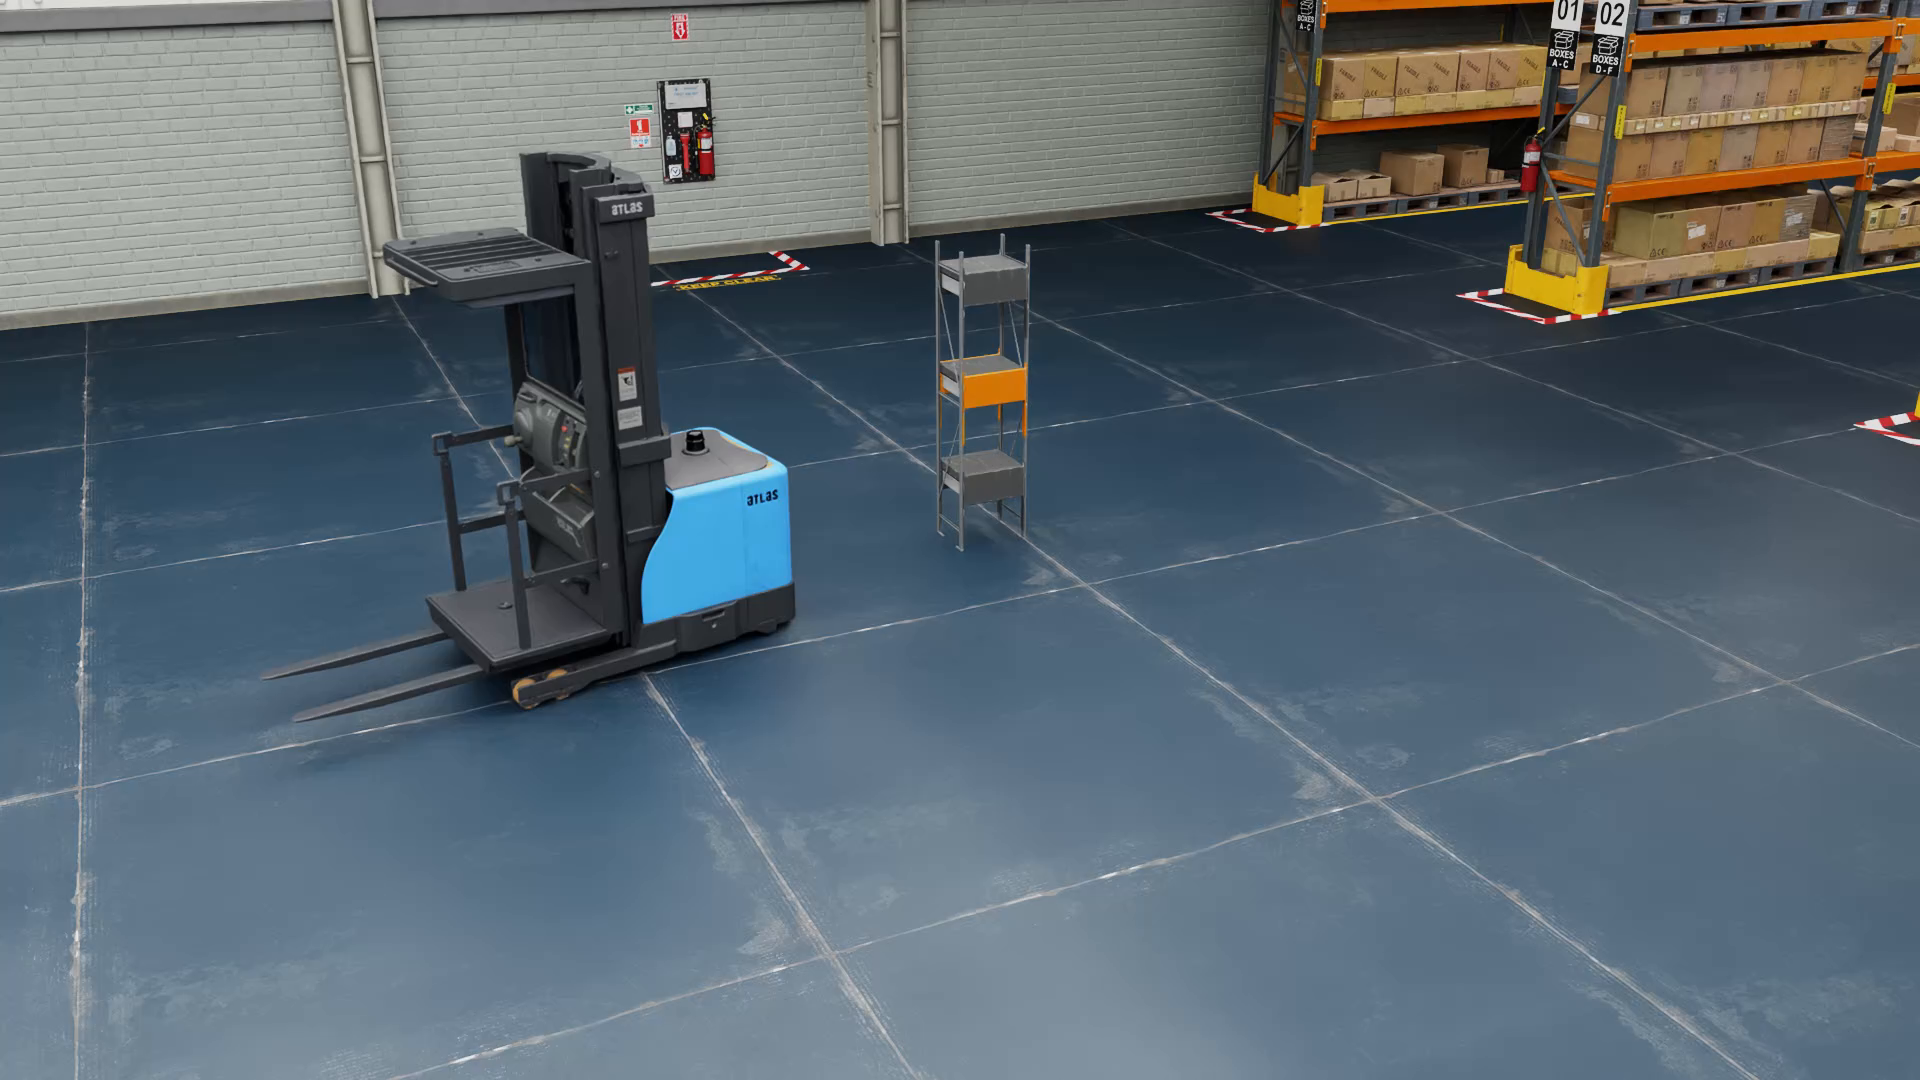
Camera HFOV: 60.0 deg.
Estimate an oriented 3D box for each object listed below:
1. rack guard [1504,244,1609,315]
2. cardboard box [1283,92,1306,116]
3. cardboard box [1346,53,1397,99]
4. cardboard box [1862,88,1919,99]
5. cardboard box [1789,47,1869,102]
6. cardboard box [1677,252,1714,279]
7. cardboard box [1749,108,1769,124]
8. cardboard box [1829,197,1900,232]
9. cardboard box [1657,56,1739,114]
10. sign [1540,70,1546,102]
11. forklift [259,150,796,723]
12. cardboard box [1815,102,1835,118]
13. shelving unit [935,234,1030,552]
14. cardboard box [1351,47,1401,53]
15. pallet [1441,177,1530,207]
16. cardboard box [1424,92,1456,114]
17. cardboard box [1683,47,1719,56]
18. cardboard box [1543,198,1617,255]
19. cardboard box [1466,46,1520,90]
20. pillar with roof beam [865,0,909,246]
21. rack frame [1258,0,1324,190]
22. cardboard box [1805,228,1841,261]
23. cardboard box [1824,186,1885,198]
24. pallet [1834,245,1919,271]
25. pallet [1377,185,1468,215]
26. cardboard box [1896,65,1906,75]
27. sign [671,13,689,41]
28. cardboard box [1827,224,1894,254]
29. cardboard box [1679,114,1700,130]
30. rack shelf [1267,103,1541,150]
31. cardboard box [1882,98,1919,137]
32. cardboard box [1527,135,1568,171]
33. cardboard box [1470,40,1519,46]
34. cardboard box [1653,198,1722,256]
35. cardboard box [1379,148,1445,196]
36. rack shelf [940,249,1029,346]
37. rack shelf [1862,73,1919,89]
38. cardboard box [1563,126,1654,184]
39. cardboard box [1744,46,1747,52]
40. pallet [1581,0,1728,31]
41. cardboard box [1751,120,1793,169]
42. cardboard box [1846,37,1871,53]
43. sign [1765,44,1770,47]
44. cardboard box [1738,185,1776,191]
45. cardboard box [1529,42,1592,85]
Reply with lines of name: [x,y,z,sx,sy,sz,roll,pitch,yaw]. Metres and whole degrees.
rack guard: [6.405,-2.814,17.894,0.348,0.500,1.175,-10,25,-24]
cardboard box: [4.612,-5.764,21.922,0.500,0.250,0.500,-10,25,-23]
cardboard box: [5.285,-6.020,21.561,0.500,0.500,0.500,-10,25,-23]
cardboard box: [14.558,-6.718,26.319,0.750,0.750,0.750,-10,25,-23]
cardboard box: [9.634,-5.206,18.578,0.500,0.500,0.700,-10,25,-23]
cardboard box: [7.906,-3.076,18.304,0.500,0.250,0.500,-10,25,-24]
cardboard box: [8.496,-4.608,17.982,0.250,0.149,0.380,-10,24,-22]
cardboard box: [10.512,-3.802,19.325,0.500,0.311,0.500,-10,25,-23]
cardboard box: [7.826,-4.873,17.774,0.500,0.500,0.700,-10,25,-23]
sign: [6.204,-4.807,17.616,0.005,0.325,0.100,-10,25,-24]
forklift: [-2.518,-0.627,9.432,3.031,2.935,1.130,-16,27,-33]
cardboard box: [9.420,-4.779,18.394,0.250,0.149,0.380,-11,25,-25]
shelving unit: [0.149,-0.998,11.415,0.503,2.100,0.431,-10,25,-24]
cardboard box: [5.529,-6.285,22.200,0.500,0.500,0.500,-11,25,-25]
pallet: [7.289,-4.931,23.386,1.213,0.211,1.003,-10,25,-24]
cardboard box: [6.232,-5.847,22.124,0.500,0.250,0.500,-10,25,-23]
cardboard box: [10.573,-7.072,24.208,0.500,0.500,0.700,-13,26,-29]
cardboard box: [6.781,-3.434,18.190,0.500,0.500,0.500,-10,25,-24]
cardboard box: [7.140,-6.360,22.381,0.500,0.500,0.500,-11,25,-24]
pillar with roof beam: [0.991,-6.387,15.413,0.400,9.000,9.100,-10,25,-24]
rack frame: [4.275,-5.679,21.548,0.127,3.000,1.000,-10,25,-24]
cardboard box: [9.708,-3.408,19.106,0.500,0.250,0.500,-10,25,-24]
cardboard box: [10.738,-4.073,19.982,0.500,0.311,0.500,-10,24,-22]
pallet: [10.678,-3.484,19.890,1.213,0.211,1.003,-10,25,-24]
pallet: [6.189,-4.727,22.894,1.213,0.211,1.003,-10,25,-24]
cardboard box: [14.436,-7.332,25.843,0.250,0.149,0.380,-10,24,-22]
sign: [-3.169,-5.806,18.823,0.199,0.298,0.001,-10,25,-24]
cardboard box: [10.502,-3.541,19.430,0.500,0.250,0.500,-11,25,-25]
cardboard box: [7.564,-4.436,17.567,0.250,0.149,0.380,-11,25,-24]
rack shelf: [6.077,-5.679,22.487,4.000,0.370,1.077,-10,25,-24]
cardboard box: [11.205,-4.892,19.515,0.500,0.500,0.500,-9,24,-20]
cardboard box: [8.535,-5.519,23.854,0.500,0.500,0.700,-10,24,-22]
cardboard box: [7.365,-6.623,23.018,0.500,0.500,0.500,-11,25,-25]
cardboard box: [7.901,-3.426,18.171,0.500,0.500,0.500,-10,25,-24]
cardboard box: [6.134,-5.010,22.625,0.500,0.500,0.700,-12,25,-27]
rack shelf: [0.149,-1.632,11.152,0.480,0.518,0.431,-10,25,-24]
rack shelf: [13.286,-7.006,25.693,4.000,0.370,1.077,-10,25,-24]
cardboard box: [6.853,-4.092,17.583,0.500,0.500,0.700,-10,25,-24]
cardboard box: [11.795,-7.368,25.083,0.500,0.500,0.500,-10,25,-23]
pallet: [7.075,-5.426,17.131,1.213,0.211,1.003,-10,25,-24]
cardboard box: [8.708,-4.435,18.412,0.500,0.500,0.700,-10,25,-23]
cardboard box: [13.422,-7.446,25.271,0.500,0.500,0.500,-10,24,-22]
sign: [11.727,-7.319,24.100,0.005,0.325,0.100,-10,25,-24]
cardboard box: [9.030,-3.852,19.199,0.500,0.500,0.500,-10,25,-24]
cardboard box: [8.353,-6.665,23.224,0.500,0.500,0.700,-10,25,-23]
